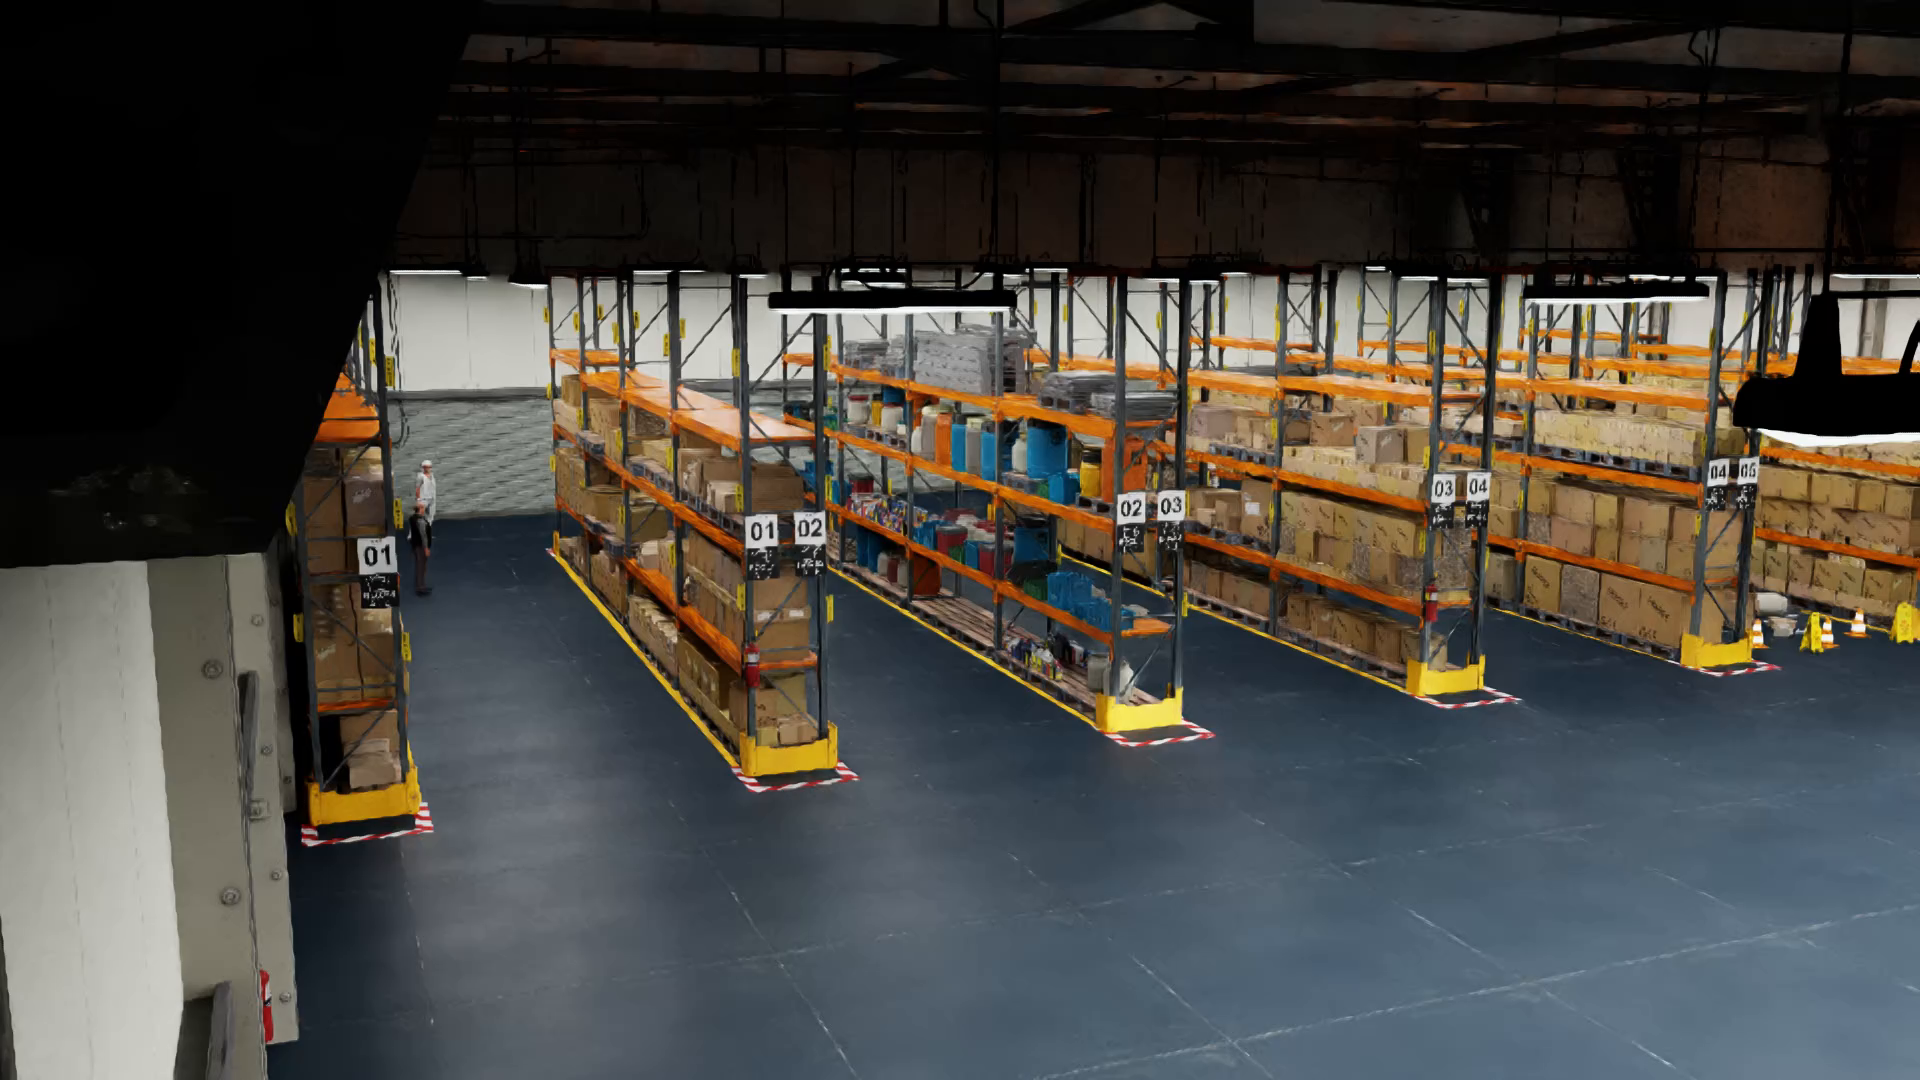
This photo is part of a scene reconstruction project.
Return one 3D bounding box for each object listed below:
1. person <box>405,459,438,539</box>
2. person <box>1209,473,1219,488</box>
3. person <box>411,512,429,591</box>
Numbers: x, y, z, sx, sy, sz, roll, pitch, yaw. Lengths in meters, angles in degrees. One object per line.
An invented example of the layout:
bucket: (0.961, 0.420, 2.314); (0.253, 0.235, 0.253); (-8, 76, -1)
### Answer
person: (-11.852, -0.883, 36.575); (0.530, 1.780, 0.740); (5, 11, 28)
person: (5.535, -0.799, 36.891); (0.446, 1.484, 1.104); (-3, 10, -19)
person: (-9.994, 0.195, 30.844); (0.348, 1.465, 0.599); (-6, 12, -32)
